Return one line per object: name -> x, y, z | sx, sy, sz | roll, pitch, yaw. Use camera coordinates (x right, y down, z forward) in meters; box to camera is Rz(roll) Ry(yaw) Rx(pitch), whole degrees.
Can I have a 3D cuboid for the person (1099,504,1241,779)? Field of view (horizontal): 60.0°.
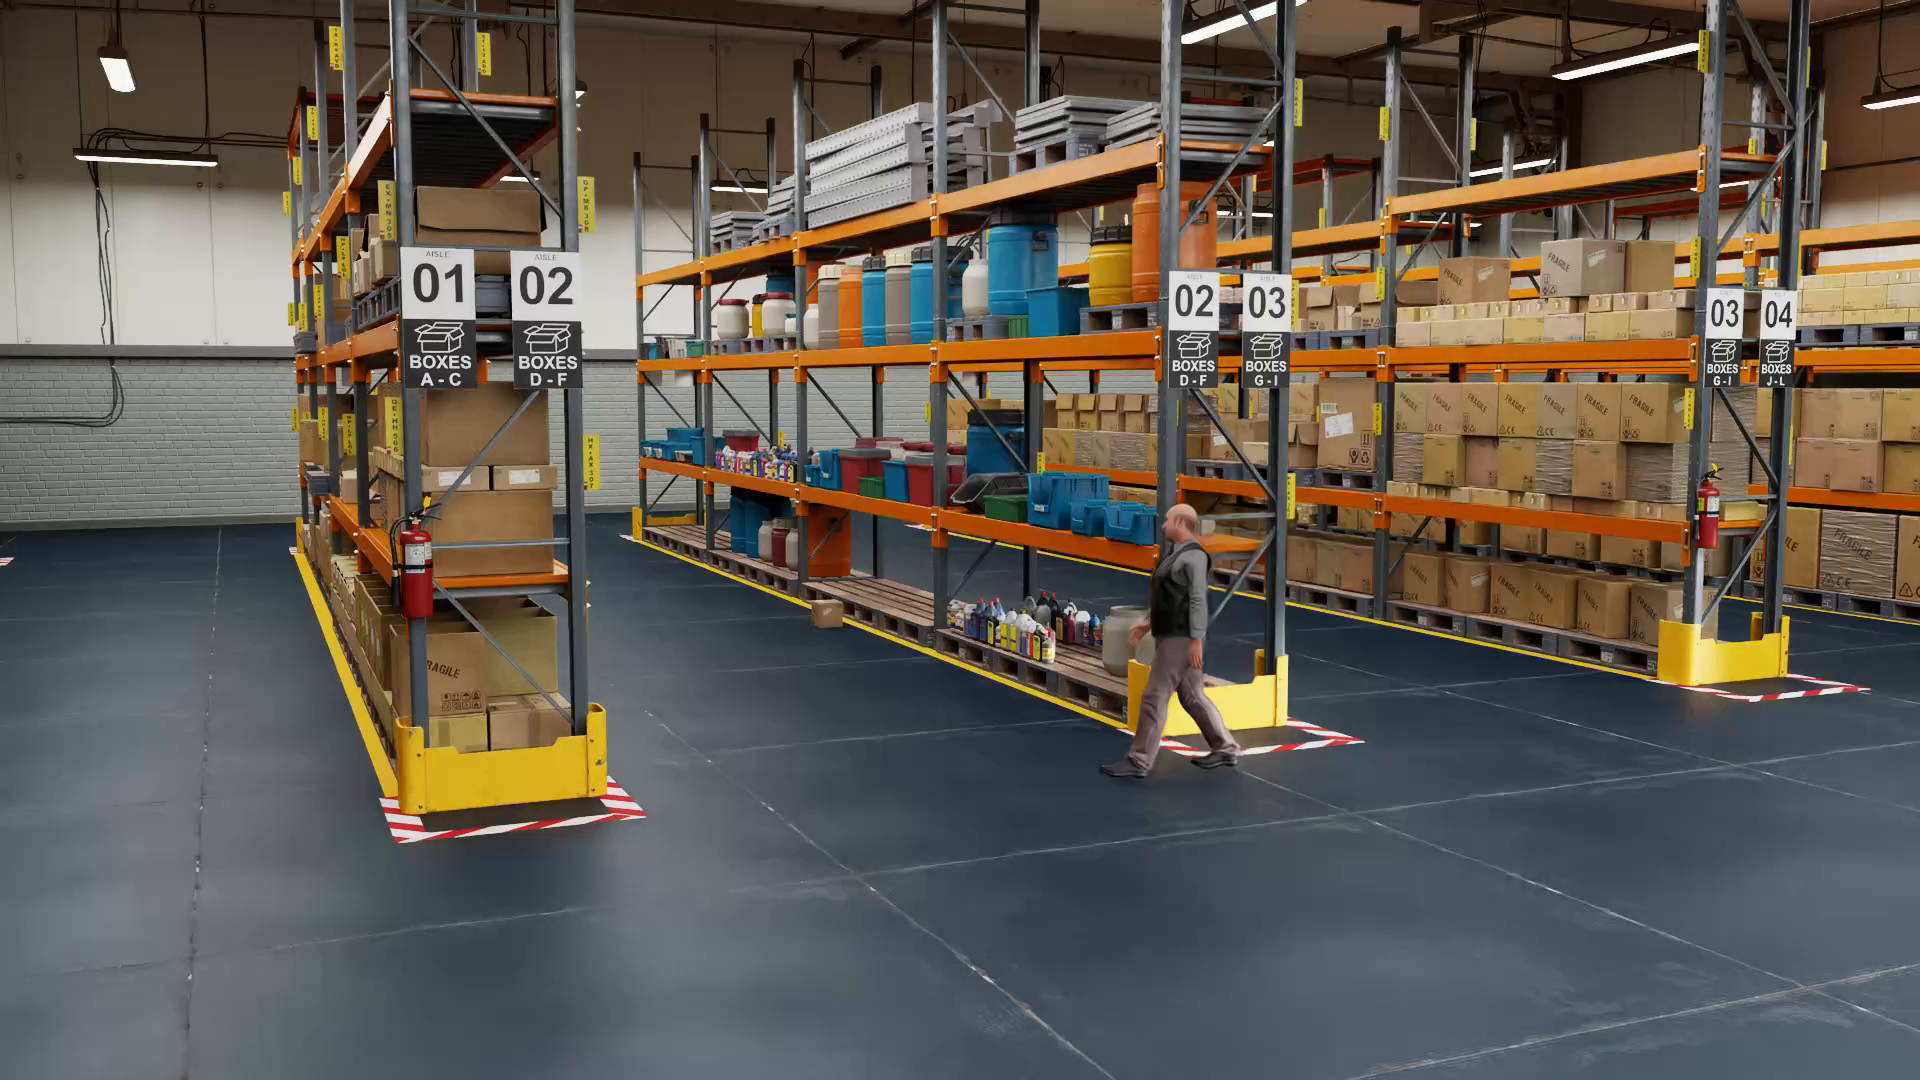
person -> 1.306, 0.609, 10.354 | 0.919, 1.667, 0.564 | 0, 5, -1
